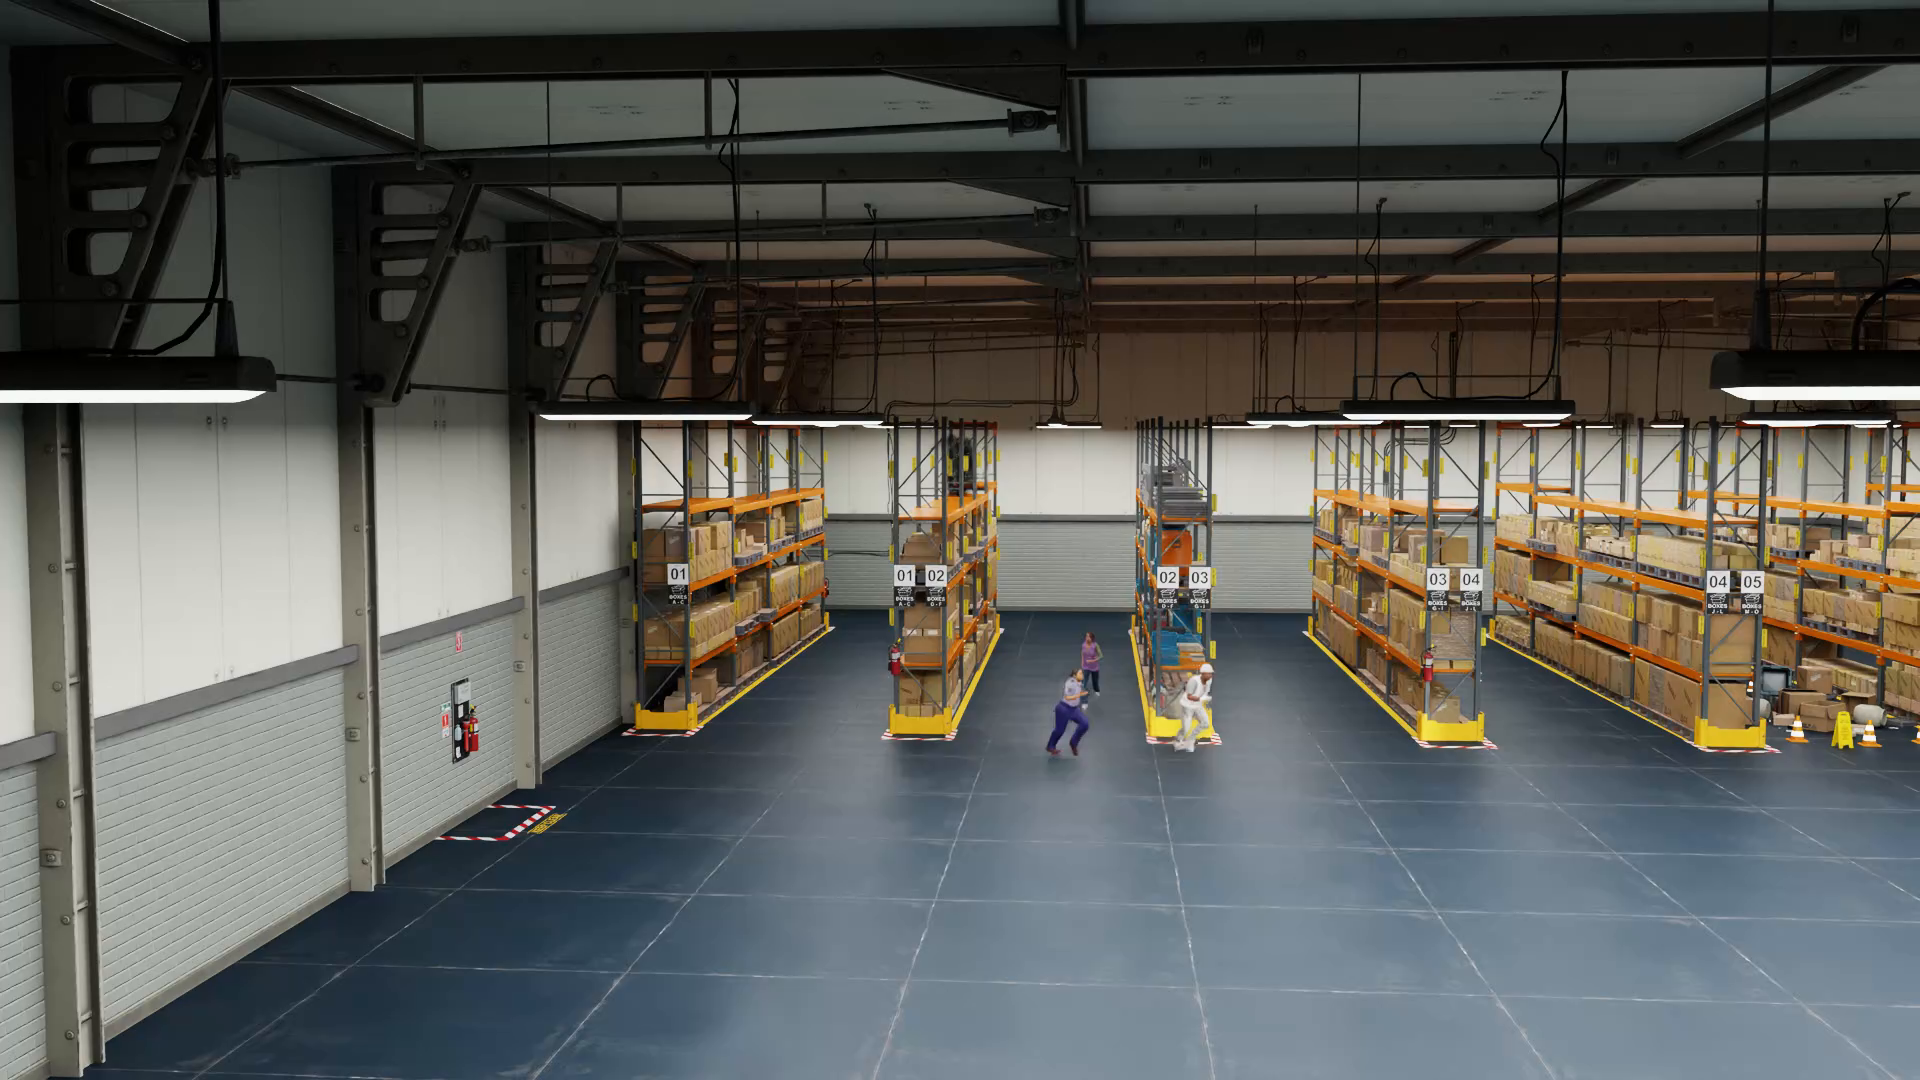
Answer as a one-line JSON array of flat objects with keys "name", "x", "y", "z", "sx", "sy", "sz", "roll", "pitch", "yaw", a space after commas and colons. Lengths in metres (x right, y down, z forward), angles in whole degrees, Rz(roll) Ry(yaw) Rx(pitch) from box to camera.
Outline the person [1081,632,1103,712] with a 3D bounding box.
[{"name": "person", "x": 2.723, "y": 2.705, "z": 34.387, "sx": 0.495, "sy": 1.594, "sz": 1.016, "roll": 1, "pitch": 4, "yaw": 16}]

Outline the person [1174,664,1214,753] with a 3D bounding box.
[{"name": "person", "x": 4.200, "y": 2.976, "z": 29.490, "sx": 0.715, "sy": 1.621, "sz": 0.929, "roll": -3, "pitch": 5, "yaw": -41}]

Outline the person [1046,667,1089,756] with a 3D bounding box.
[{"name": "person", "x": 1.903, "y": 3.017, "z": 29.190, "sx": 0.868, "sy": 1.573, "sz": 0.585, "roll": 3, "pitch": 5, "yaw": 36}]
